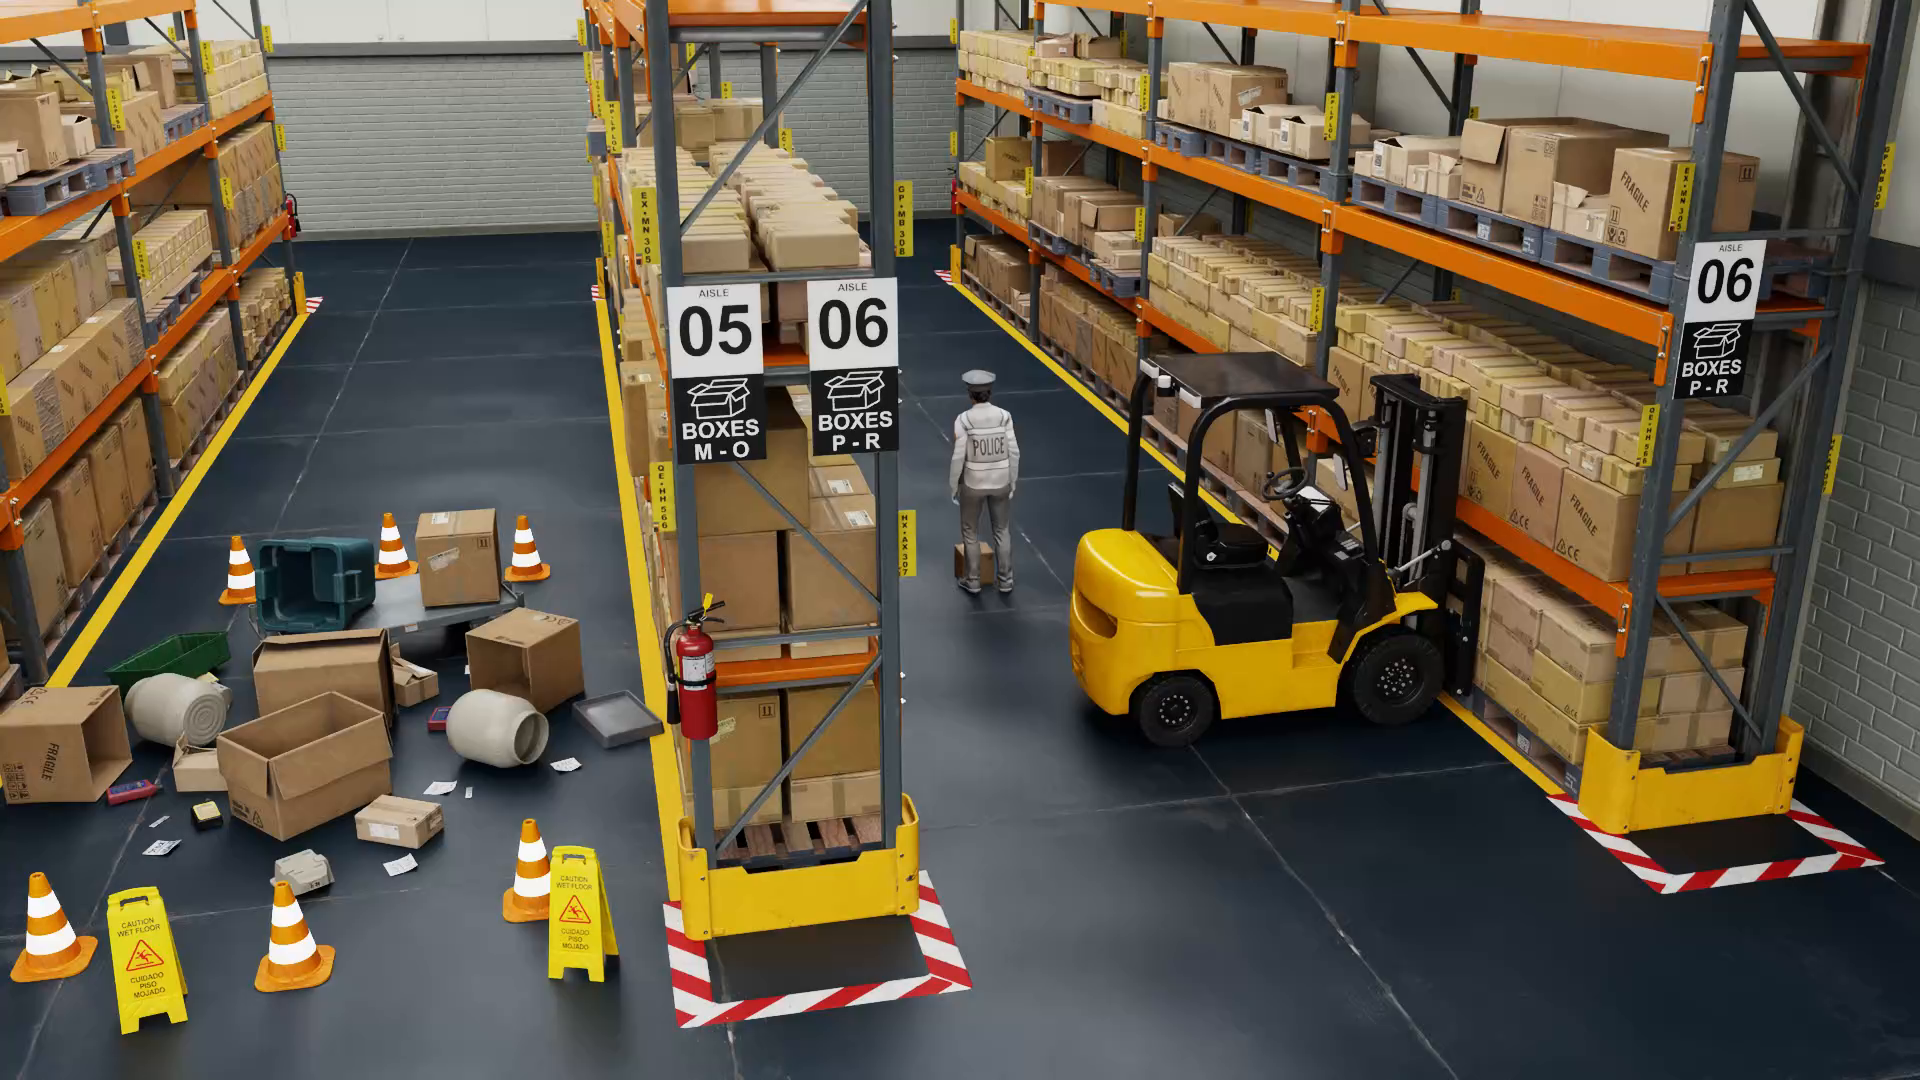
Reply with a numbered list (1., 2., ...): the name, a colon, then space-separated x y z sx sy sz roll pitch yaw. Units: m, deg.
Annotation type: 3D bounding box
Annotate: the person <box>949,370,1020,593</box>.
1. person: 0.173 -0.410 12.208 0.511 1.662 0.414 -5 20 -15
